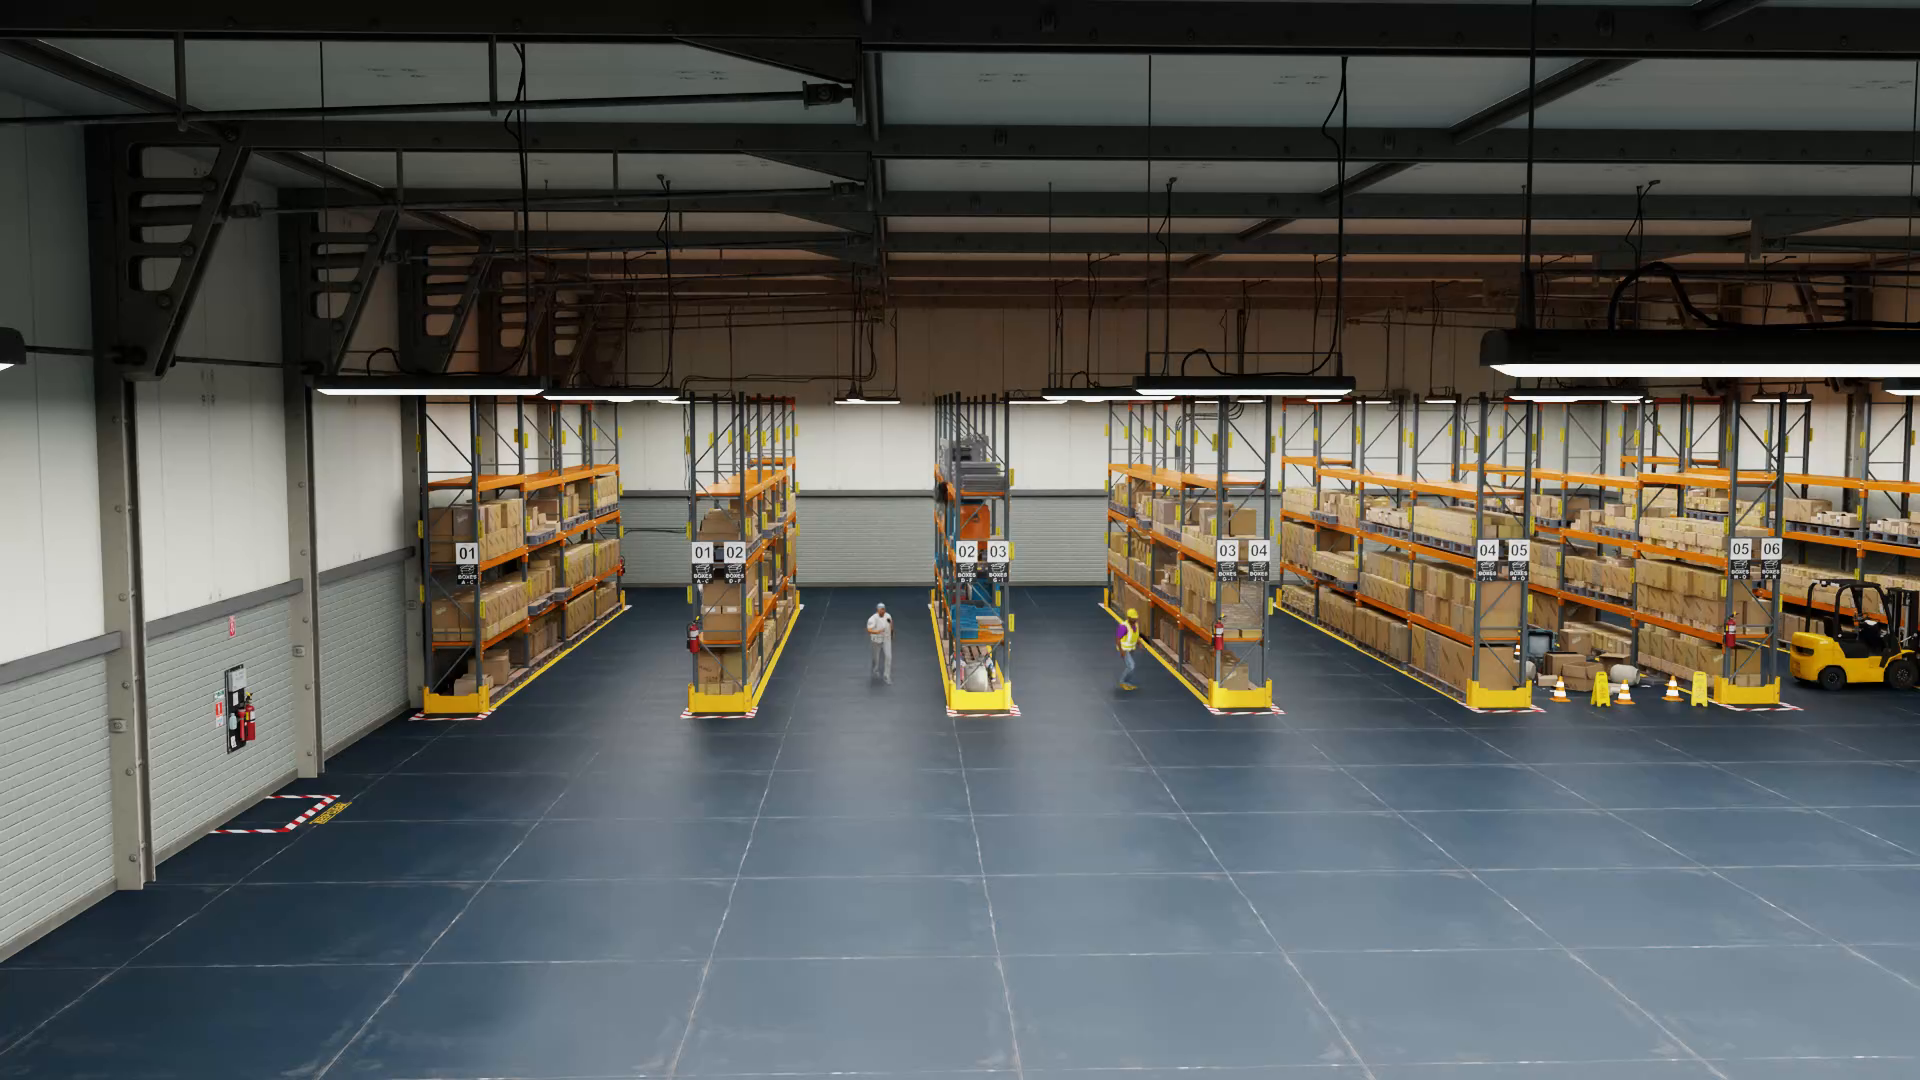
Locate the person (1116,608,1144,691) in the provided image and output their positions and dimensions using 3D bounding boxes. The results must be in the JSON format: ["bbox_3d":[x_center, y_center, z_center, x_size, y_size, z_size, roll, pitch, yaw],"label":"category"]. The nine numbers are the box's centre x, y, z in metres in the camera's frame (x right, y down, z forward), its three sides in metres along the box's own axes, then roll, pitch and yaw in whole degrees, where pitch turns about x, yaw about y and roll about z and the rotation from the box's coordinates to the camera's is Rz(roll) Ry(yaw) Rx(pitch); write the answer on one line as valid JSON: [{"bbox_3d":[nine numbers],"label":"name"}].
[{"bbox_3d":[3.402,2.200,33.480,0.632,1.697,0.716,4,6,43],"label":"person"}]

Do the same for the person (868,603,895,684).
[{"bbox_3d":[-1.664,2.127,34.727,0.609,1.658,0.955,-1,5,-15],"label":"person"}]

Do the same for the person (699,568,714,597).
[{"bbox_3d":[-6.523,1.431,43.542,0.630,1.652,0.584,-1,5,-14],"label":"person"}]

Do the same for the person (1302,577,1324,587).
[{"bbox_3d":[10.414,0.909,48.982,0.856,1.832,0.654,-1,5,-10],"label":"person"}]

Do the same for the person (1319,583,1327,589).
[{"bbox_3d":[10.574,1.005,48.567,0.605,1.665,0.685,3,6,35],"label":"person"}]
